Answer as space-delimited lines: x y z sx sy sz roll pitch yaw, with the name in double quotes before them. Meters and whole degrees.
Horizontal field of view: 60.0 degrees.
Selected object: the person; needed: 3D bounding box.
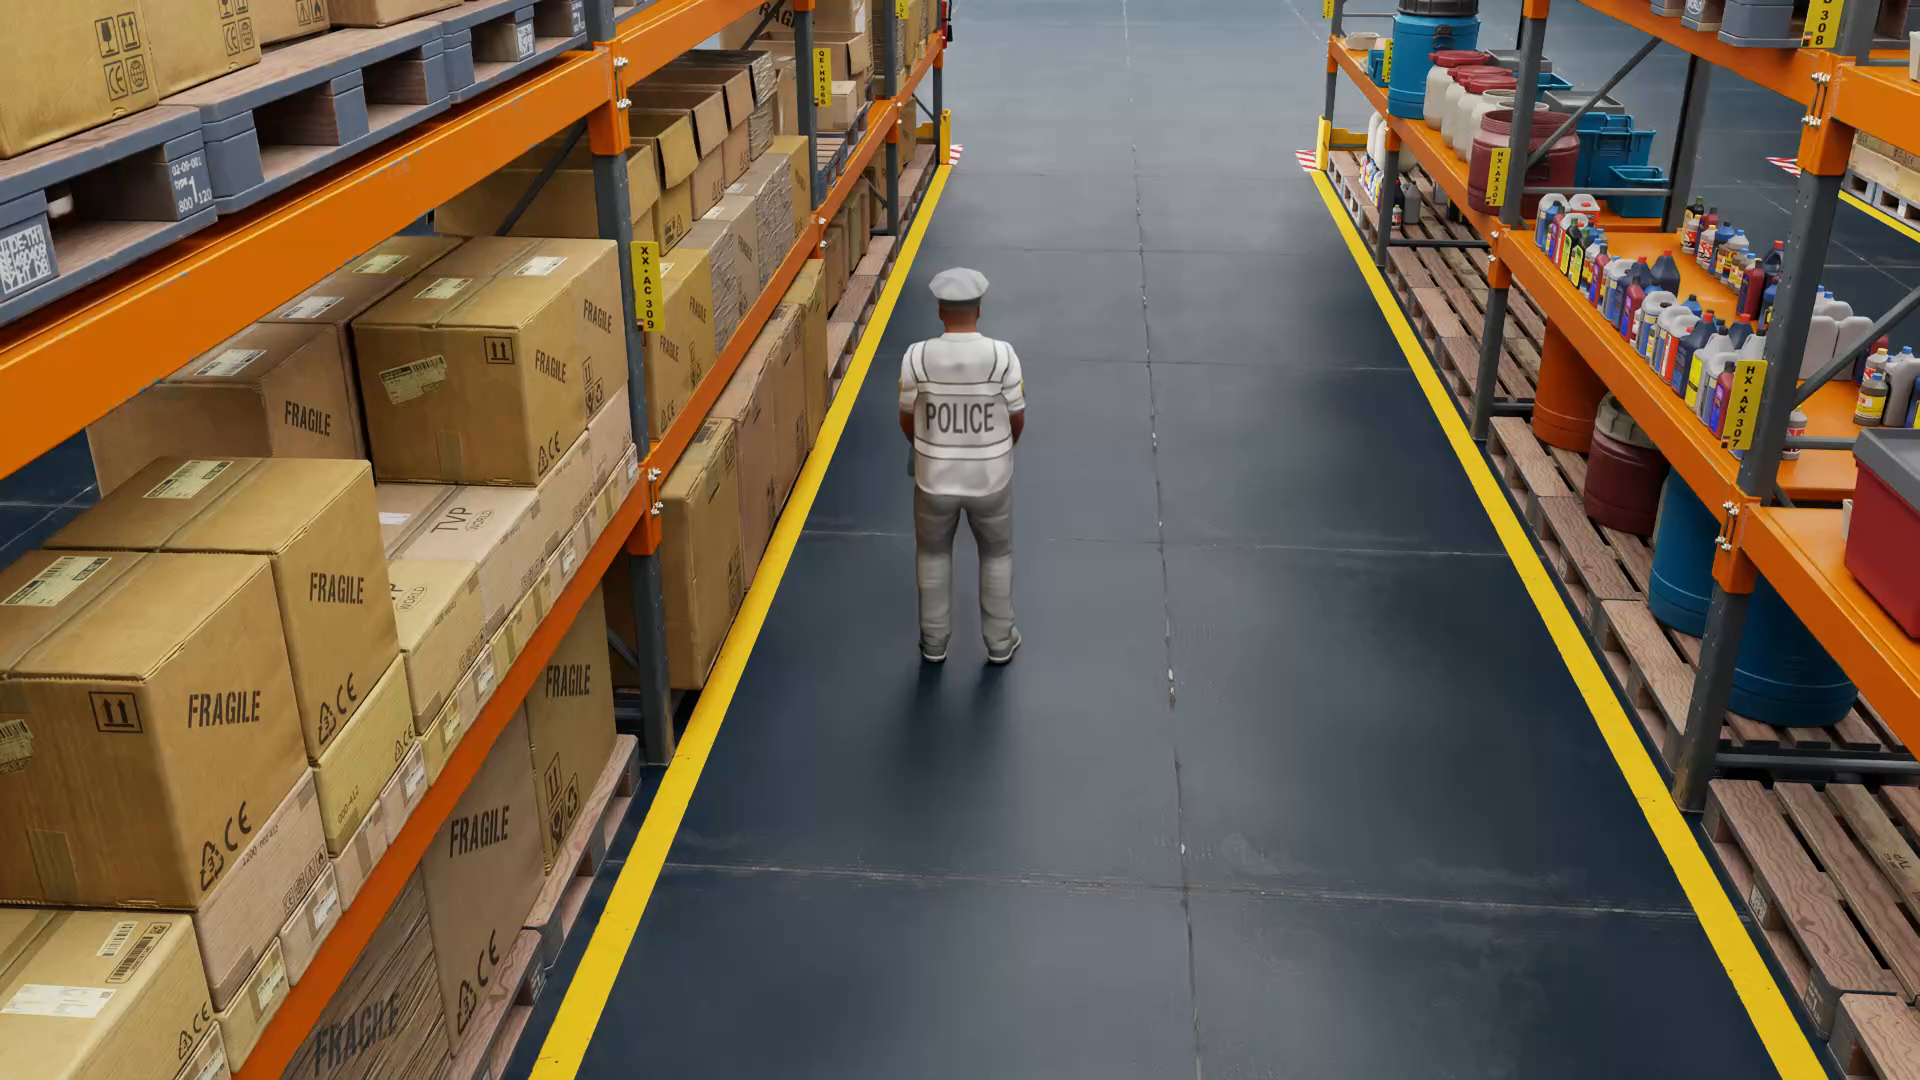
"person" 0.010 -0.301 7.235 0.536 1.768 0.479 1 24 2
